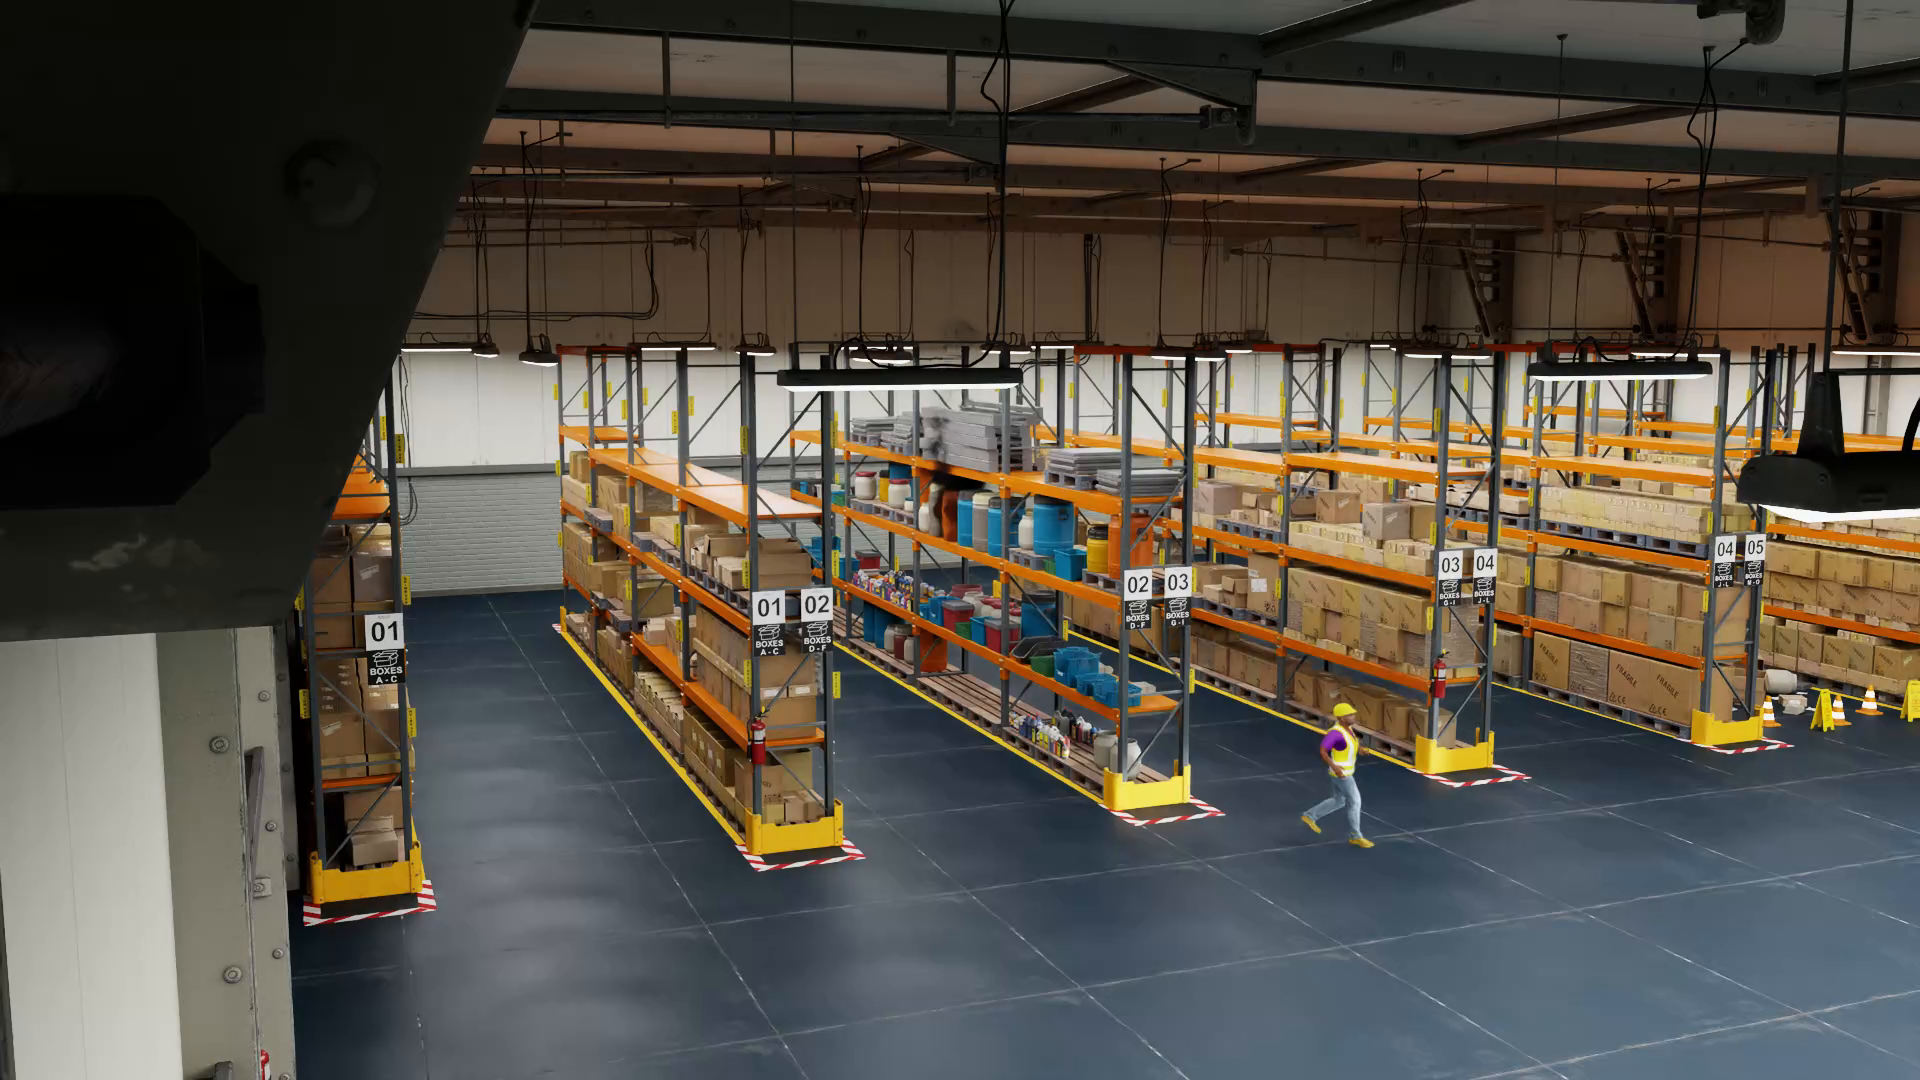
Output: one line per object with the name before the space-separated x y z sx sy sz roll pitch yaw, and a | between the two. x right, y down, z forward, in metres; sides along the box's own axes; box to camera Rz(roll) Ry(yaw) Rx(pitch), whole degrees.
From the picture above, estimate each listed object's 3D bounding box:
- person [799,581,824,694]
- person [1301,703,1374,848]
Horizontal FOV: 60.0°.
person | -2.475 1.617 27.873 0.659 1.867 0.721 -4 8 -30
person | 4.667 2.868 20.463 0.900 1.774 0.676 2 8 17
